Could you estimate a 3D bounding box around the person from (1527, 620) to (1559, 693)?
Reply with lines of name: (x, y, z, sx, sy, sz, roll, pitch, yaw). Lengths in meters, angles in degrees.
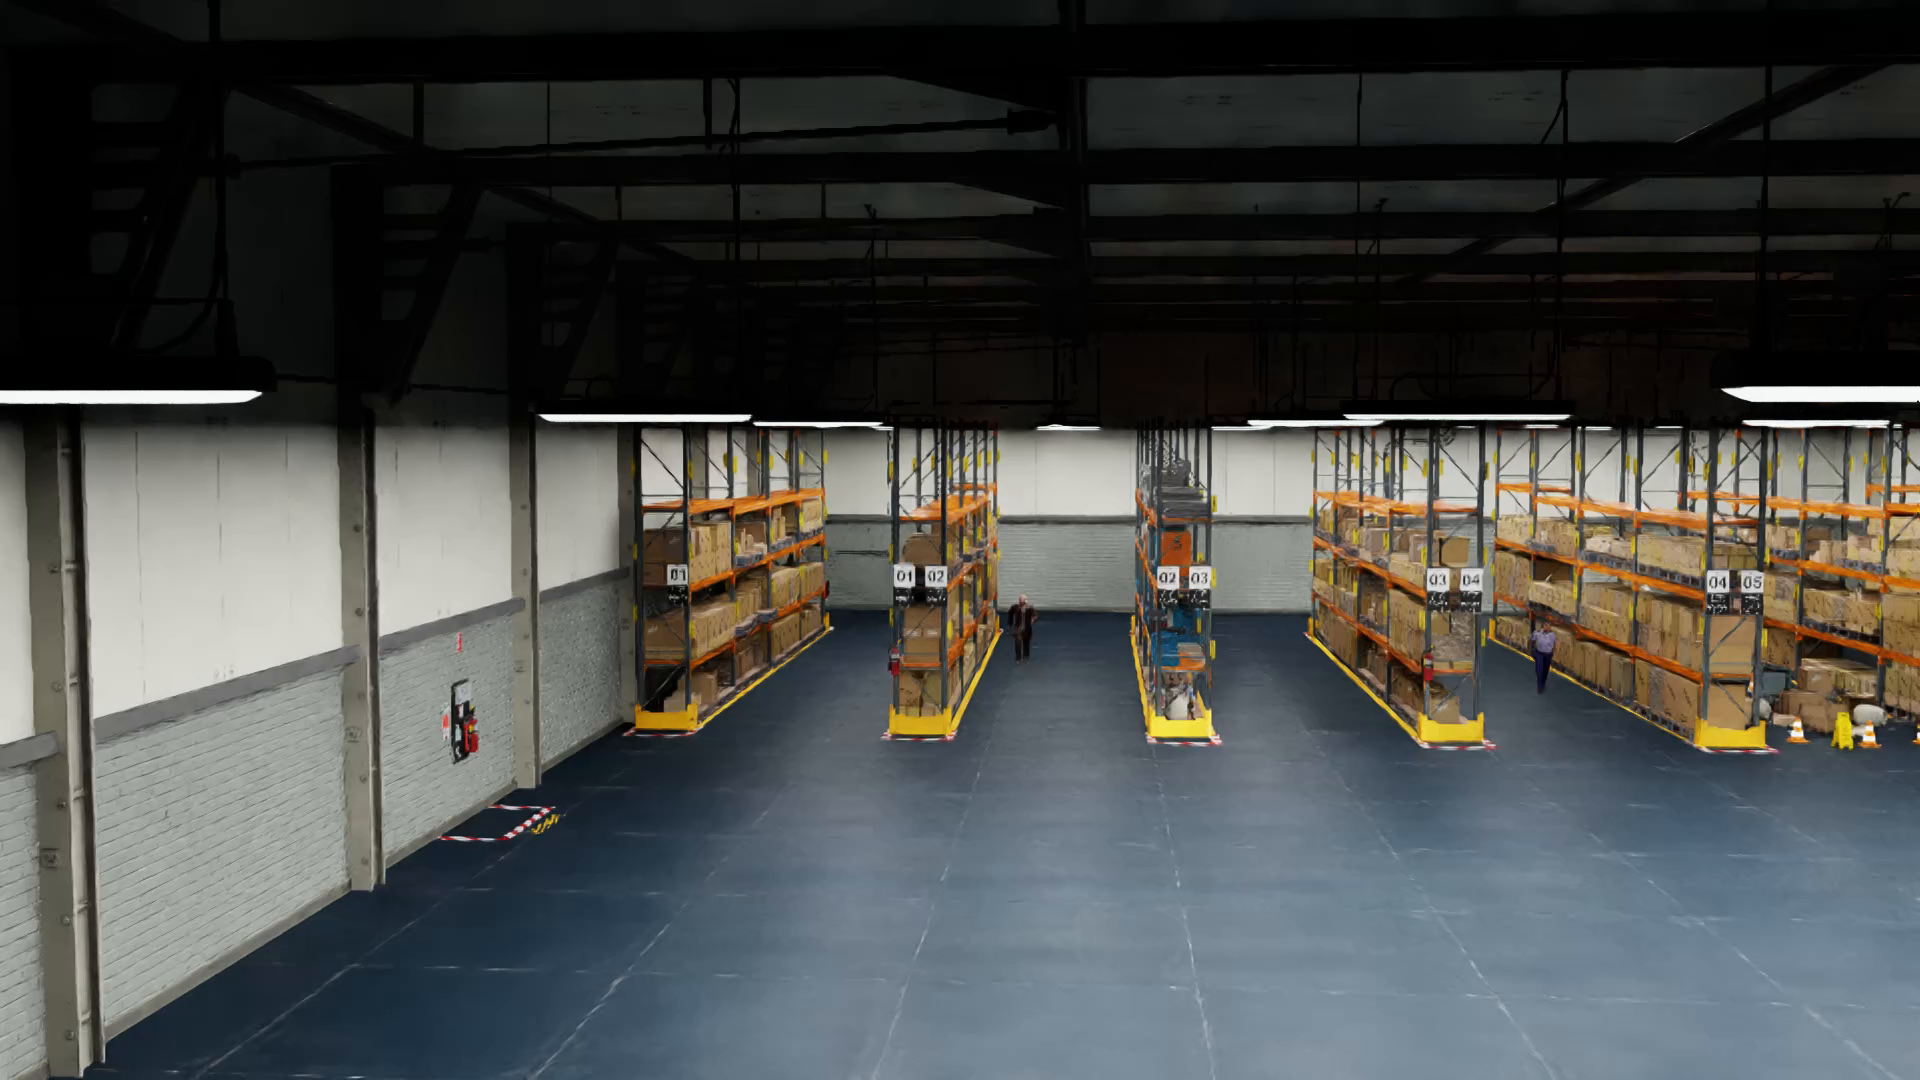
person: (12.854, 2.543, 36.636, 0.628, 1.573, 0.850, 0, 4, 1)

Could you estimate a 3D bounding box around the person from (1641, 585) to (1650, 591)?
person: (17.532, 2.040, 42.612, 0.548, 1.773, 0.592, 2, 4, 28)

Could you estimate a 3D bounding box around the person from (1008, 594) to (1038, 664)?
person: (1.554, 2.179, 41.133, 0.729, 1.710, 0.929, 0, 4, 0)
